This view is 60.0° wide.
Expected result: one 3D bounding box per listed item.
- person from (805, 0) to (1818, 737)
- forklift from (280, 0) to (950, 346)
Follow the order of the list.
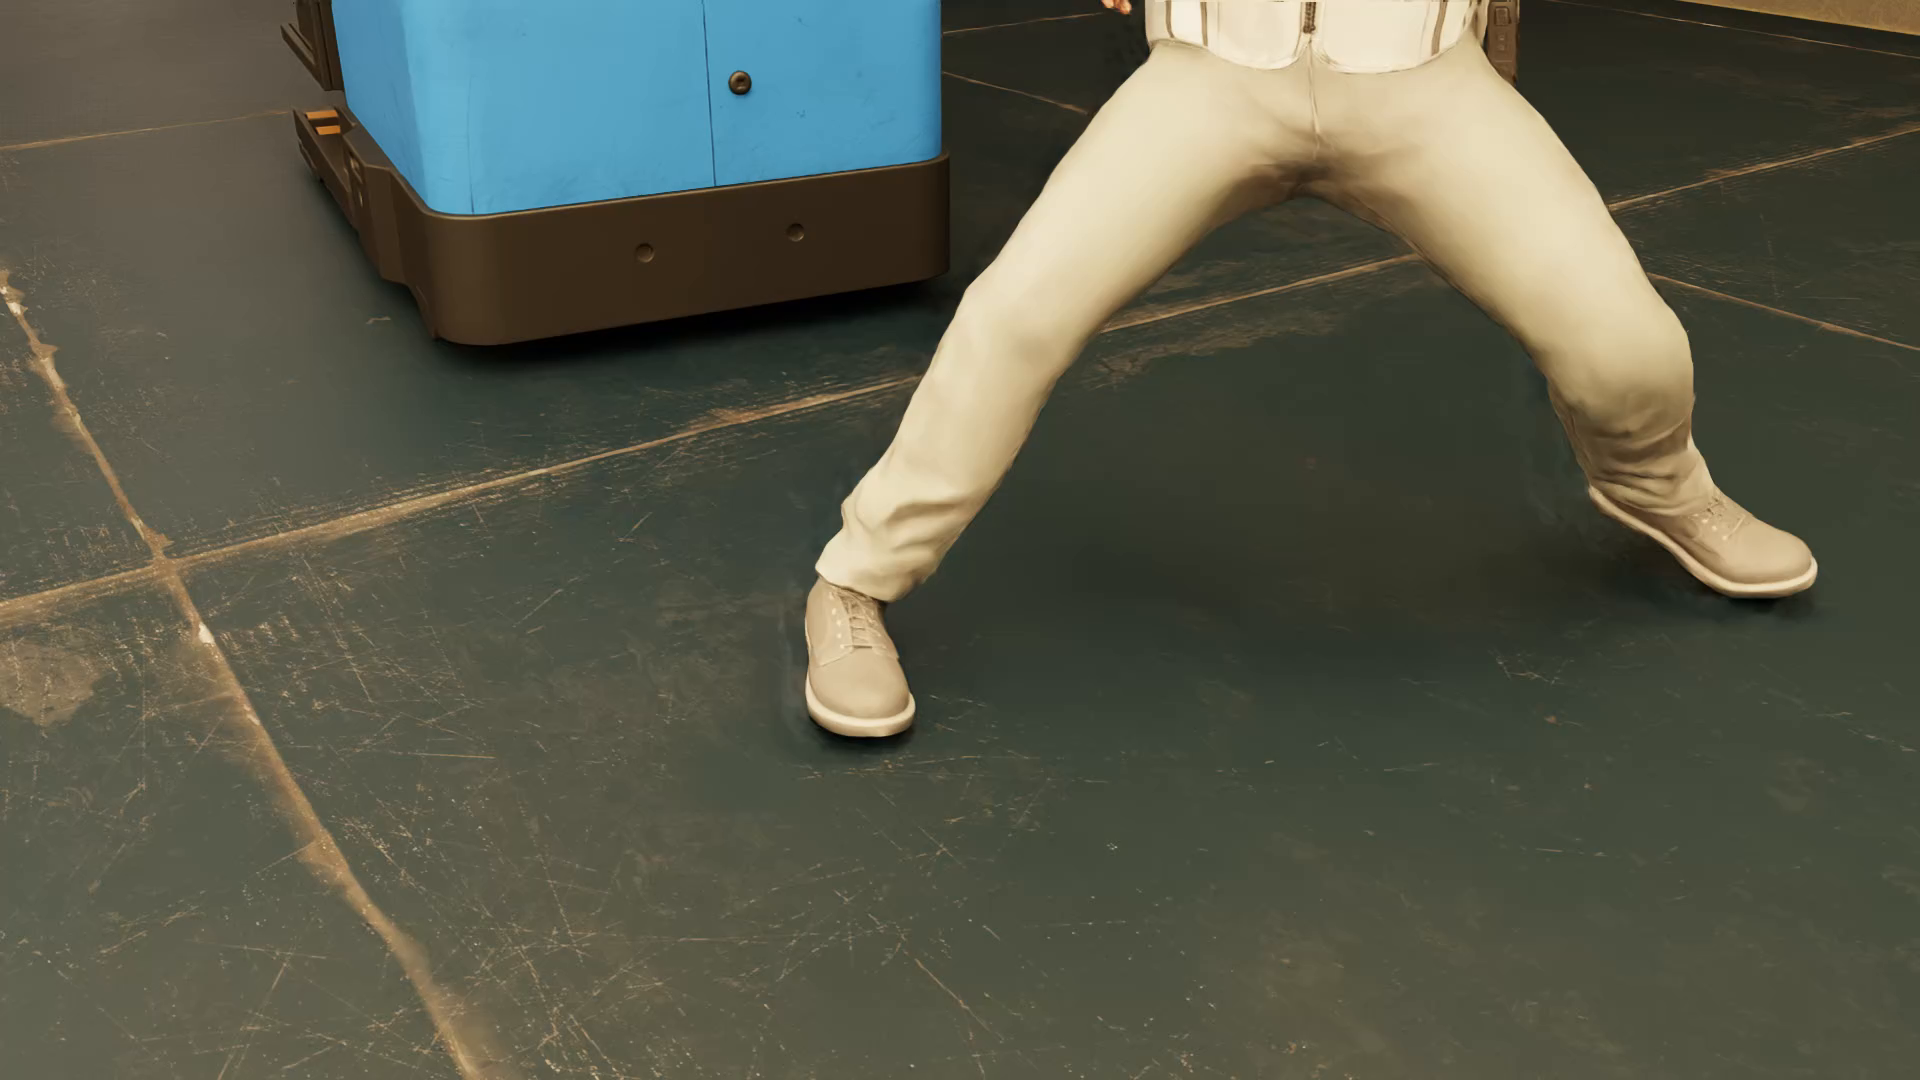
[{"bbox_3d":[0.476,-0.561,1.886,1.320,1.549,0.838,7,27,13],"label":"person"},{"bbox_3d":[-1.131,-2.297,3.810,1.130,2.935,3.031,-13,29,-24],"label":"forklift"}]
